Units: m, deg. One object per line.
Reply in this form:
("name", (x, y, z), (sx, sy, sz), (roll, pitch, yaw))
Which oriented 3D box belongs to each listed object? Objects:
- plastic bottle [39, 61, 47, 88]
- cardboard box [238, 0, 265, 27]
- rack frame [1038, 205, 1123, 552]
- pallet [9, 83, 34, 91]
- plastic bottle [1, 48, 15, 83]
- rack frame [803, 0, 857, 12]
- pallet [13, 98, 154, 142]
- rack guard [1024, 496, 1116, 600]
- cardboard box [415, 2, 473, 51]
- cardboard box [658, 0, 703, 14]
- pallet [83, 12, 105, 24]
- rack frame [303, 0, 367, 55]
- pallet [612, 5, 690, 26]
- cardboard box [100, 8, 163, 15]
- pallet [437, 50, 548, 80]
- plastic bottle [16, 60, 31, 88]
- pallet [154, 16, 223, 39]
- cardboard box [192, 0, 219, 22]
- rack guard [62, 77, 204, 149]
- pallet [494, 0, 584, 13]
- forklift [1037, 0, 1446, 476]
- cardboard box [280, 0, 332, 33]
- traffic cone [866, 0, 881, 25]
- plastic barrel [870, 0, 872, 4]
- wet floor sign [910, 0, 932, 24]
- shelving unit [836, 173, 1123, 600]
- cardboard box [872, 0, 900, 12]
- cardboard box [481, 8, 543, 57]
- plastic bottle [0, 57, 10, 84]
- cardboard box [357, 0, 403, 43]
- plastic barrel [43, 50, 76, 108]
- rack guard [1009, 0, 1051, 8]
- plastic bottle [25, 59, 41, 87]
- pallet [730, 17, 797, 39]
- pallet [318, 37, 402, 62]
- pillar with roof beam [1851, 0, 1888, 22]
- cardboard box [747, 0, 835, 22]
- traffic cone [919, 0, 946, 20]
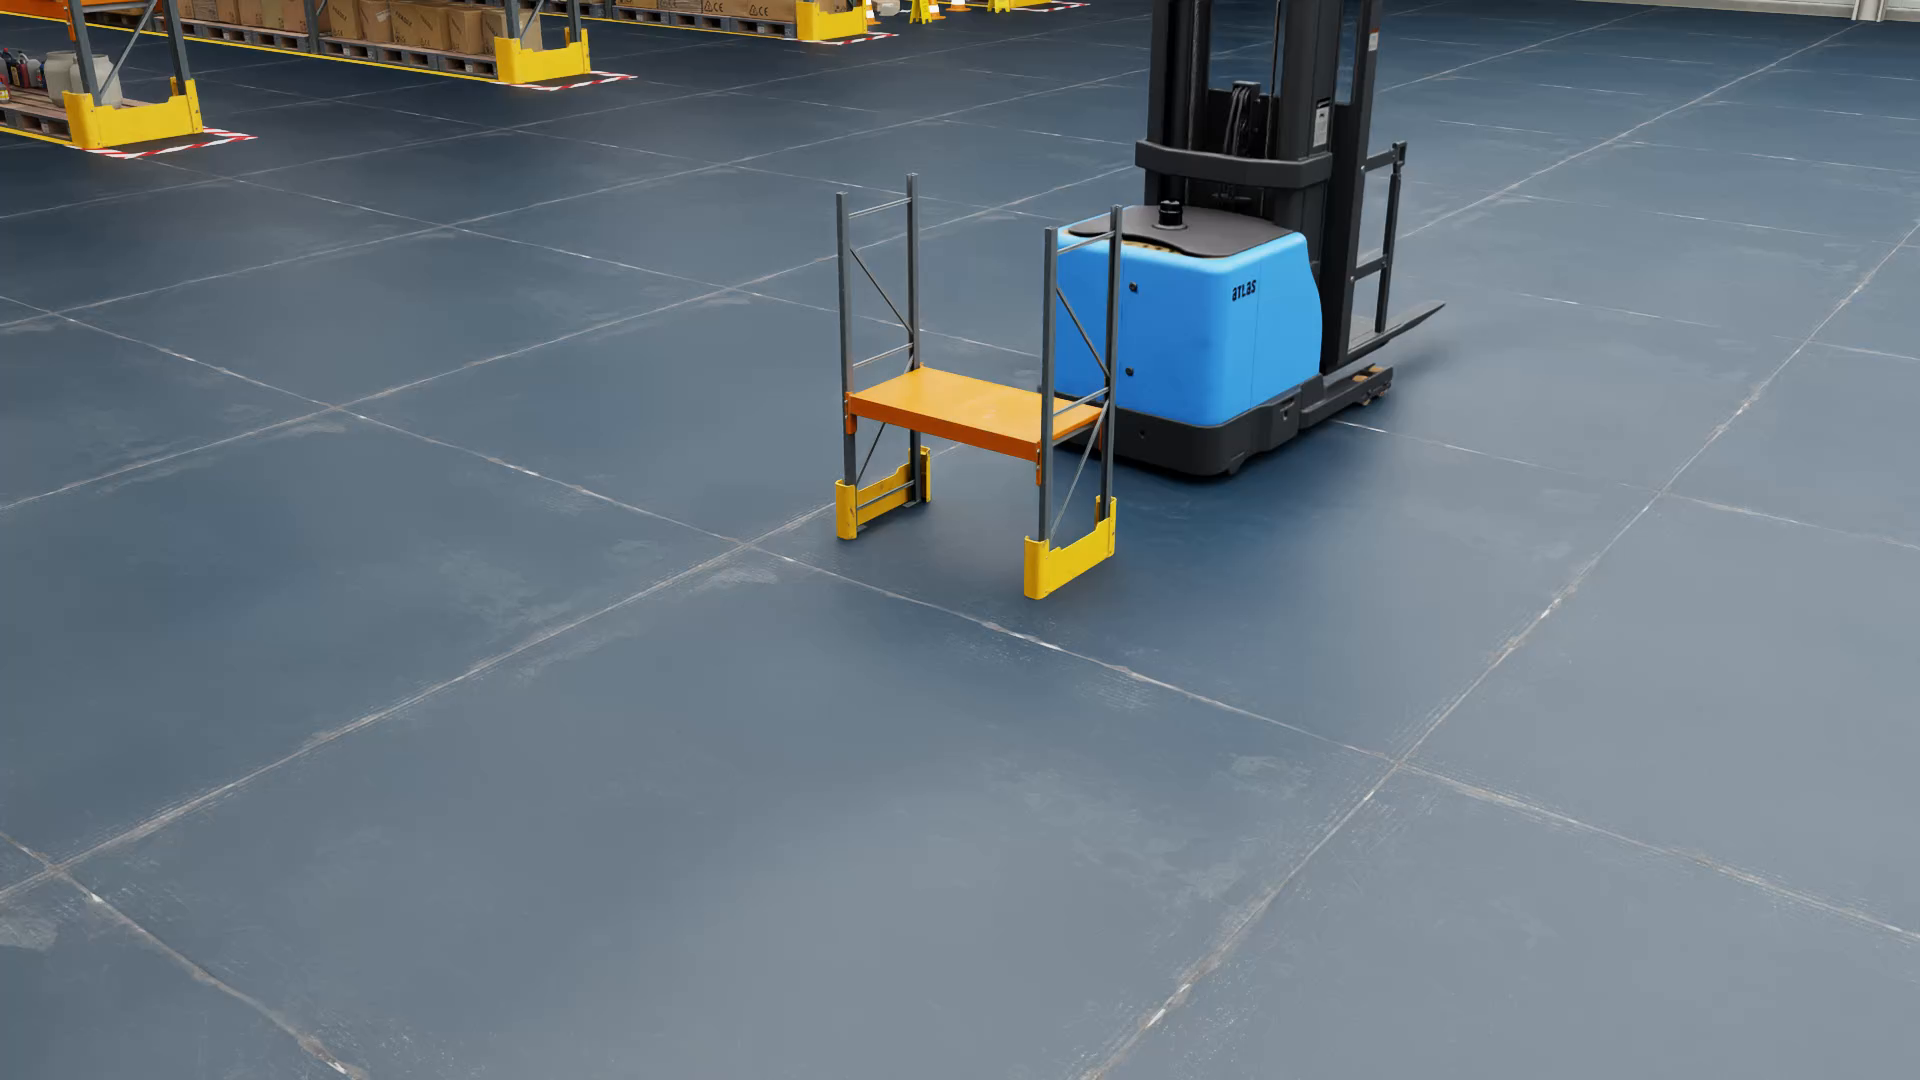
("plastic bottle", (-9.602, -4.890, 17.466), (0.097, 0.271, 0.097), (0, 24, 0))
("cardboard box", (-9.348, -7.277, 22.600), (0.500, 0.500, 0.700), (14, 27, 29))
("rack frame", (0.475, -0.543, 6.622), (0.032, 1.500, 0.500), (17, 29, 33))
("pallet", (-10.510, -4.758, 17.786), (1.213, 0.211, 1.003), (17, 29, 33))
("plastic bottle", (-10.180, -5.089, 17.821), (0.185, 0.351, 0.144), (15, 28, 31))
("rack frame", (-1.795, -8.416, 22.631), (0.127, 3.000, 1.000), (17, 29, 33))
("pallet", (-8.557, -4.168, 16.447), (1.213, 0.211, 1.003), (17, 29, 33))
("rack guard", (0.459, 0.024, 6.884), (0.087, 0.250, 0.587), (17, 29, 33))
("cardboard box", (-6.329, -6.336, 20.489), (0.500, 0.500, 0.500), (20, 31, 38))
("cardboard box", (-3.811, -8.212, 24.282), (0.875, 0.875, 0.875), (17, 29, 34))
("pallet", (-12.810, -8.009, 25.165), (1.213, 0.211, 1.003), (17, 29, 33))
("rack frame", (-8.052, -7.807, 21.250), (0.127, 3.000, 1.000), (17, 29, 33))
("pallet", (-4.435, -7.898, 24.914), (1.213, 0.211, 1.003), (17, 29, 33))
("cardboard box", (-11.792, -8.168, 24.183), (0.875, 0.875, 1.225), (15, 28, 31))
("pallet", (-5.541, -5.790, 20.130), (1.213, 0.211, 1.003), (17, 29, 33))
("plastic bottle", (-9.858, -4.905, 17.486), (0.133, 0.283, 0.061), (17, 29, 33))
("pallet", (-10.628, -7.309, 23.577), (1.213, 0.211, 1.003), (17, 29, 33))
("cardboard box", (-10.253, -7.547, 23.212), (0.500, 0.500, 0.700), (14, 27, 29))
("rack guard", (-7.910, -4.102, 15.939), (0.348, 0.500, 1.175), (17, 29, 33))
("pallet", (-6.639, -8.564, 26.426), (1.213, 0.211, 1.003), (17, 29, 33))
("forklift", (1.692, -2.166, 8.532), (1.130, 2.935, 3.031), (18, 29, 35))
("cardboard box", (-8.530, -7.020, 22.018), (0.500, 0.500, 0.700), (14, 28, 29))
("traffic cone", (-1.369, -7.842, 24.474), (0.334, 0.463, 0.336), (17, 29, 33))
("plastic barrel", (-1.468, -8.870, 26.856), (0.512, 0.421, 0.421), (-5, 24, -12))
("wet floor sign", (-0.585, -7.970, 24.540), (0.232, 0.644, 0.267), (12, 26, 24))
("shelving unit", (0.061, -0.668, 6.906), (1.083, 1.500, 0.587), (17, 29, 33))
("cardboard box", (-1.167, -8.398, 26.126), (0.380, 0.149, 0.250), (-10, 26, -21))
("cardboard box", (-5.341, -6.045, 19.829), (0.500, 0.500, 0.500), (-20, 31, -38))
("plastic bottle", (-10.249, -5.001, 17.713), (0.135, 0.276, 0.152), (17, 29, 33))
("cardboard box", (-7.293, -6.610, 21.111), (0.500, 0.500, 0.500), (-16, 28, -31))
("plastic barrel", (-8.795, -4.552, 16.425), (0.421, 0.512, 0.421), (0, 24, 0))
("rack guard", (1.032, -8.912, 26.857), (0.348, 0.500, 1.175), (17, 29, 33))
("plastic bottle", (-9.794, -4.937, 17.566), (0.135, 0.276, 0.152), (17, 29, 34))
("pallet", (-2.482, -7.308, 23.575), (1.213, 0.211, 1.003), (17, 29, 33))
("pallet", (-7.493, -6.380, 21.469), (1.213, 0.211, 1.003), (17, 29, 33))
("pillar with roof beam", (11.070, -10.554, 20.042), (0.400, 9.000, 9.100), (17, 29, 33))
("cardboard box", (-2.378, -7.779, 23.298), (0.875, 0.875, 0.875), (17, 29, 34))
("traffic cone", (-0.419, -8.124, 25.115), (0.334, 0.463, 0.336), (17, 29, 33))
